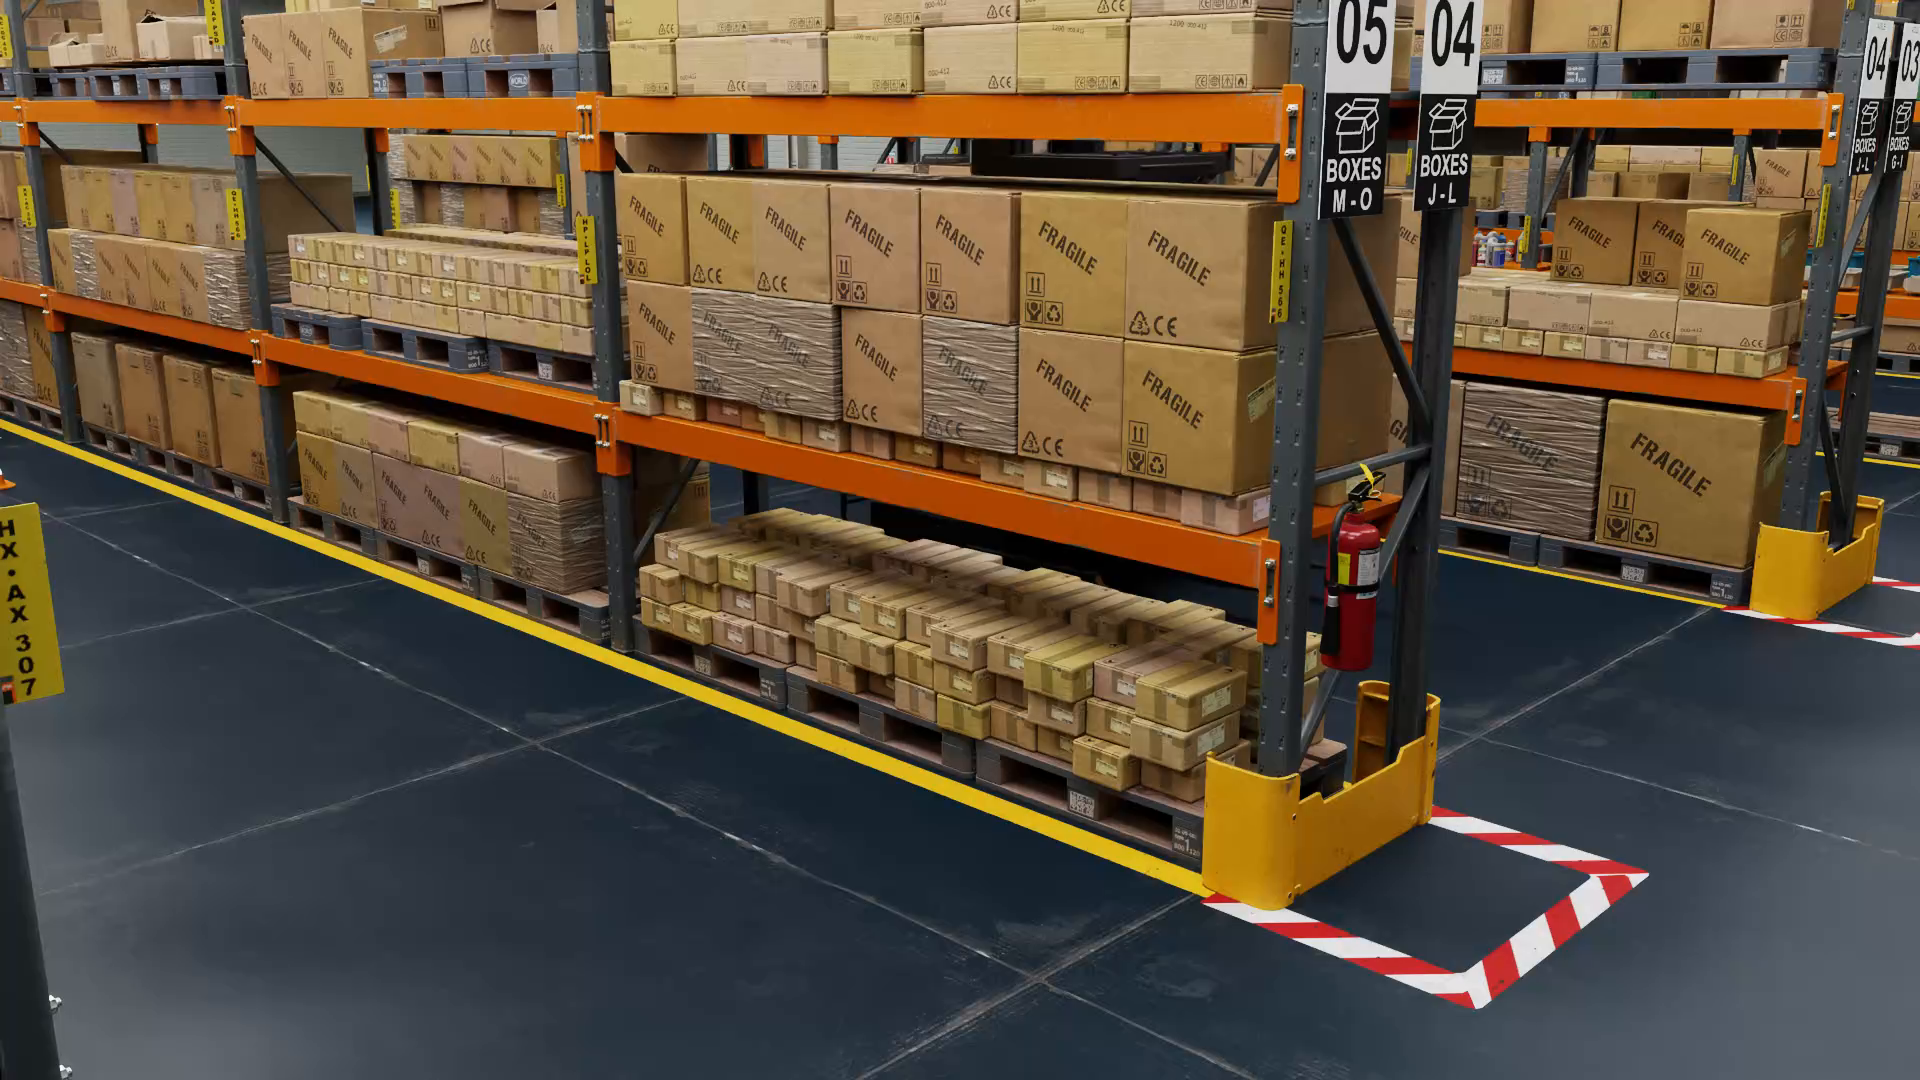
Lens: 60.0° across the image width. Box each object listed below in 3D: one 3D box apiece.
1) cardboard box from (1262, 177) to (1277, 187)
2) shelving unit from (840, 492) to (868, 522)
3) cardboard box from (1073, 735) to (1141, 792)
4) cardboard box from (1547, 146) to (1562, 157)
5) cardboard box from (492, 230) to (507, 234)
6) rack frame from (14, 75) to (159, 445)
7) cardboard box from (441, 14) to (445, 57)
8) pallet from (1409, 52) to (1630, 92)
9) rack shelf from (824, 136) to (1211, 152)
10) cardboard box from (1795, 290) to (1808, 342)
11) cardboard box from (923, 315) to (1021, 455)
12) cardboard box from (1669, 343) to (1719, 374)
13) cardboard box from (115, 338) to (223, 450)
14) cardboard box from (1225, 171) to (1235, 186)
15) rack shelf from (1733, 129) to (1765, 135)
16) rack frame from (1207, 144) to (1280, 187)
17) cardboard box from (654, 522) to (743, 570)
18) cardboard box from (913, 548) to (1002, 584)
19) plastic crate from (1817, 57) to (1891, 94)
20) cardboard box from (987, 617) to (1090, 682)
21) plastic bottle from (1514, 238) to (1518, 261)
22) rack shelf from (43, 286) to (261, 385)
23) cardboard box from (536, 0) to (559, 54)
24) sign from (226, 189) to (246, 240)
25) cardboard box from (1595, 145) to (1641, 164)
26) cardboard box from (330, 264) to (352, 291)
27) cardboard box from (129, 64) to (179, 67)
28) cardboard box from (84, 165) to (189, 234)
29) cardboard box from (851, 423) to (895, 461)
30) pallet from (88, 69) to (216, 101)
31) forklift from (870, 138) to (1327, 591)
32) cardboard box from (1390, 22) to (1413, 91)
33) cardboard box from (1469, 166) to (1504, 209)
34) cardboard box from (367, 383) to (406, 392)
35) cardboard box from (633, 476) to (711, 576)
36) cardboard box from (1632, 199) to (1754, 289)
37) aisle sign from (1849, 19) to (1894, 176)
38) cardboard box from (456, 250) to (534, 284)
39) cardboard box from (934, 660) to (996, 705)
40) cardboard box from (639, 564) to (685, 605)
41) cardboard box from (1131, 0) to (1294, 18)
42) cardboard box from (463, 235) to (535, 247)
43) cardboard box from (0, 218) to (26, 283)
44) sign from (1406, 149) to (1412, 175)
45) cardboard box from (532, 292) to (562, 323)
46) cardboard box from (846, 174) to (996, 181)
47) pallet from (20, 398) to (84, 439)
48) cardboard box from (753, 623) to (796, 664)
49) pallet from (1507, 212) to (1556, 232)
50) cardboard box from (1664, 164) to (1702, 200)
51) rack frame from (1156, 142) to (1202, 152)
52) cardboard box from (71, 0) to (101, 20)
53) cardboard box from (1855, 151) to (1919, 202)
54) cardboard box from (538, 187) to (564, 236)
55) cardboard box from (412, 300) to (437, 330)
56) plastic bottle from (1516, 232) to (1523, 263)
[{"bbox_3d":[4.479,-4.765,23.072,0.500,0.500,0.500,14,20,42],"label":"cardboard box"},{"bbox_3d":[-0.490,-1.117,11.055,0.503,2.100,0.431,12,19,39],"label":"shelving unit"},{"bbox_3d":[0.663,0.842,6.573,0.380,0.149,0.250,-14,20,-42],"label":"cardboard box"},{"bbox_3d":[9.002,-5.917,25.335,0.250,0.149,0.380,10,17,33],"label":"cardboard box"},{"bbox_3d":[-4.905,-3.327,18.249,0.250,0.149,0.380,14,20,42],"label":"cardboard box"},{"bbox_3d":[-7.196,-2.354,14.016,0.127,3.000,1.000,14,20,42],"label":"rack frame"},{"bbox_3d":[-3.003,-2.926,10.067,0.500,0.500,0.500,14,20,42],"label":"cardboard box"},{"bbox_3d":[3.534,-2.886,10.287,1.213,0.211,1.003,14,20,42],"label":"pallet"},{"bbox_3d":[0.638,-3.290,13.086,4.000,0.370,1.077,14,20,42],"label":"rack shelf"},{"bbox_3d":[4.800,-1.341,9.835,0.500,0.250,0.500,13,19,41],"label":"cardboard box"},{"bbox_3d":[0.201,-0.656,6.712,0.500,0.500,0.500,14,20,42],"label":"cardboard box"},{"bbox_3d":[4.285,-1.062,9.558,0.250,0.149,0.380,14,20,43],"label":"cardboard box"},{"bbox_3d":[-5.995,-1.206,13.242,0.750,0.750,1.050,14,20,42],"label":"cardboard box"},{"bbox_3d":[1.613,-2.480,12.314,0.637,0.503,0.797,13,19,41],"label":"cardboard box"},{"bbox_3d":[7.517,-5.087,19.984,4.000,0.370,1.077,14,20,42],"label":"rack shelf"},{"bbox_3d":[2.078,-1.836,12.030,0.127,3.000,1.000,14,20,42],"label":"rack frame"},{"bbox_3d":[-1.333,0.033,8.499,0.380,0.149,0.250,-14,20,-42],"label":"cardboard box"},{"bbox_3d":[-0.011,0.165,7.992,0.250,0.149,0.380,13,19,40],"label":"cardboard box"},{"bbox_3d":[7.487,-3.774,13.641,0.767,0.338,0.504,14,20,42],"label":"plastic crate"},{"bbox_3d":[0.327,0.455,6.879,0.250,0.149,0.380,13,19,40],"label":"cardboard box"},{"bbox_3d":[5.452,-2.844,16.128,0.133,0.283,0.061,14,20,42],"label":"plastic bottle"},{"bbox_3d":[-5.757,-1.656,12.764,4.000,0.370,1.077,14,20,42],"label":"rack shelf"},{"bbox_3d":[-1.925,-2.757,8.960,0.500,0.311,0.500,13,20,41],"label":"cardboard box"},{"bbox_3d":[-4.700,-2.113,10.795,0.005,0.325,0.100,14,20,42],"label":"sign"},{"bbox_3d":[9.682,-5.667,24.418,0.500,0.250,0.500,-14,20,-43],"label":"cardboard box"},{"bbox_3d":[-3.717,-1.665,10.449,0.250,0.149,0.380,13,19,41],"label":"cardboard box"},{"bbox_3d":[-6.155,-3.808,12.915,0.500,0.250,0.500,13,20,42],"label":"cardboard box"},{"bbox_3d":[-6.463,-2.710,13.204,0.500,0.500,0.700,13,20,41],"label":"cardboard box"},{"bbox_3d":[-0.254,-0.463,7.258,0.380,0.149,0.250,-14,20,-42],"label":"cardboard box"},{"bbox_3d":[-5.624,-3.312,12.120,1.003,0.211,1.213,-13,20,-42],"label":"pallet"},{"bbox_3d":[0.865,-1.197,9.841,3.031,2.867,1.129,12,19,39],"label":"forklift"},{"bbox_3d":[1.297,-1.758,6.077,0.500,0.250,0.500,-14,20,-42],"label":"cardboard box"},{"bbox_3d":[6.609,-4.496,21.205,0.500,0.500,0.700,7,16,24],"label":"cardboard box"},{"bbox_3d":[-3.642,-0.938,11.221,0.500,0.250,0.500,13,19,41],"label":"cardboard box"},{"bbox_3d":[-1.785,-0.125,9.586,0.500,0.500,0.500,-14,20,-42],"label":"cardboard box"},{"bbox_3d":[4.440,-1.791,10.077,0.500,0.500,0.500,13,19,41],"label":"cardboard box"},{"bbox_3d":[4.801,-2.327,8.758,0.004,0.787,0.394,14,20,42],"label":"aisle sign"},{"bbox_3d":[-2.604,-1.540,9.379,0.250,0.149,0.380,13,19,40],"label":"cardboard box"},{"bbox_3d":[0.107,0.559,7.068,0.250,0.149,0.380,14,20,43],"label":"cardboard box"},{"bbox_3d":[-1.398,0.200,8.446,0.380,0.149,0.250,-13,20,-42],"label":"cardboard box"},{"bbox_3d":[0.934,-1.909,5.666,0.500,0.250,0.500,13,19,41],"label":"cardboard box"},{"bbox_3d":[-2.914,-1.841,10.535,0.250,0.149,0.380,14,20,42],"label":"cardboard box"},{"bbox_3d":[-7.882,-2.581,14.591,0.550,0.550,0.875,14,20,42],"label":"cardboard box"},{"bbox_3d":[5.695,-4.793,21.080,0.005,0.325,0.100,14,20,42],"label":"sign"},{"bbox_3d":[-2.051,-1.259,8.890,0.250,0.149,0.380,14,20,43],"label":"cardboard box"},{"bbox_3d":[-0.177,-1.415,7.642,0.500,0.500,0.500,-14,20,-43],"label":"cardboard box"},{"bbox_3d":[-7.689,-1.152,14.933,1.213,0.211,1.003,14,20,42],"label":"pallet"},{"bbox_3d":[-0.774,0.461,8.036,0.250,0.149,0.380,13,20,41],"label":"cardboard box"},{"bbox_3d":[7.481,-3.901,20.337,1.213,0.211,1.003,14,20,42],"label":"pallet"},{"bbox_3d":[10.412,-5.124,23.819,0.500,0.500,0.500,14,20,42],"label":"cardboard box"},{"bbox_3d":[3.198,-5.034,24.302,0.127,3.000,1.000,14,20,42],"label":"rack frame"},{"bbox_3d":[-7.222,-4.447,13.985,0.250,0.149,0.380,14,20,43],"label":"cardboard box"},{"bbox_3d":[9.842,-3.852,17.586,0.500,0.500,0.500,13,19,41],"label":"cardboard box"},{"bbox_3d":[-3.962,-3.519,17.699,0.500,0.500,0.875,14,20,42],"label":"cardboard box"},{"bbox_3d":[-2.993,-1.343,9.802,0.250,0.149,0.380,13,19,40],"label":"cardboard box"},{"bbox_3d":[5.459,-2.839,15.976,0.185,0.351,0.144,14,20,42],"label":"plastic bottle"}]
